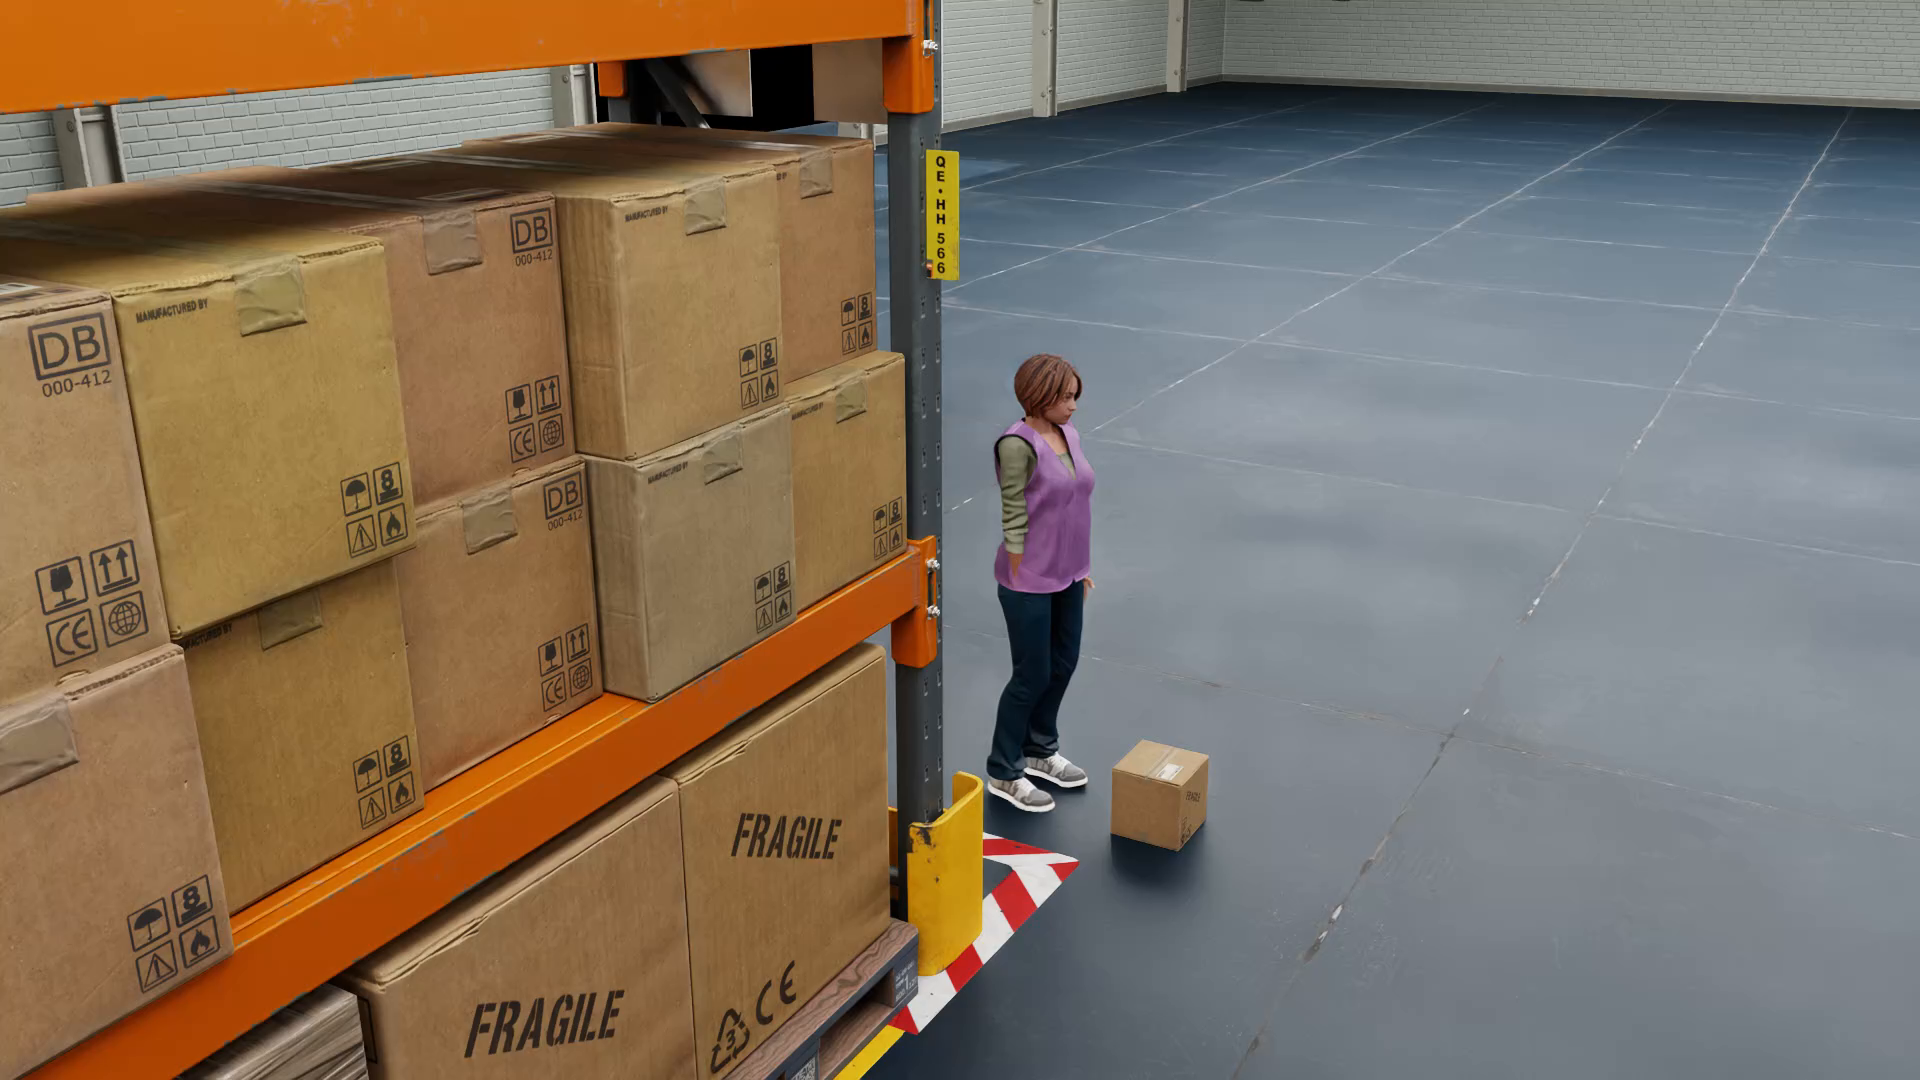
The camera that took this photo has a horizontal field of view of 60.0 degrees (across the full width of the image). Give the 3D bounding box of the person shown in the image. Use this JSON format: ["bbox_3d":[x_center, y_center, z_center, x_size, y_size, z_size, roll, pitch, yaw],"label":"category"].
[{"bbox_3d":[0.289,0.141,5.716,0.303,1.596,0.407,14,24,33],"label":"person"}]
